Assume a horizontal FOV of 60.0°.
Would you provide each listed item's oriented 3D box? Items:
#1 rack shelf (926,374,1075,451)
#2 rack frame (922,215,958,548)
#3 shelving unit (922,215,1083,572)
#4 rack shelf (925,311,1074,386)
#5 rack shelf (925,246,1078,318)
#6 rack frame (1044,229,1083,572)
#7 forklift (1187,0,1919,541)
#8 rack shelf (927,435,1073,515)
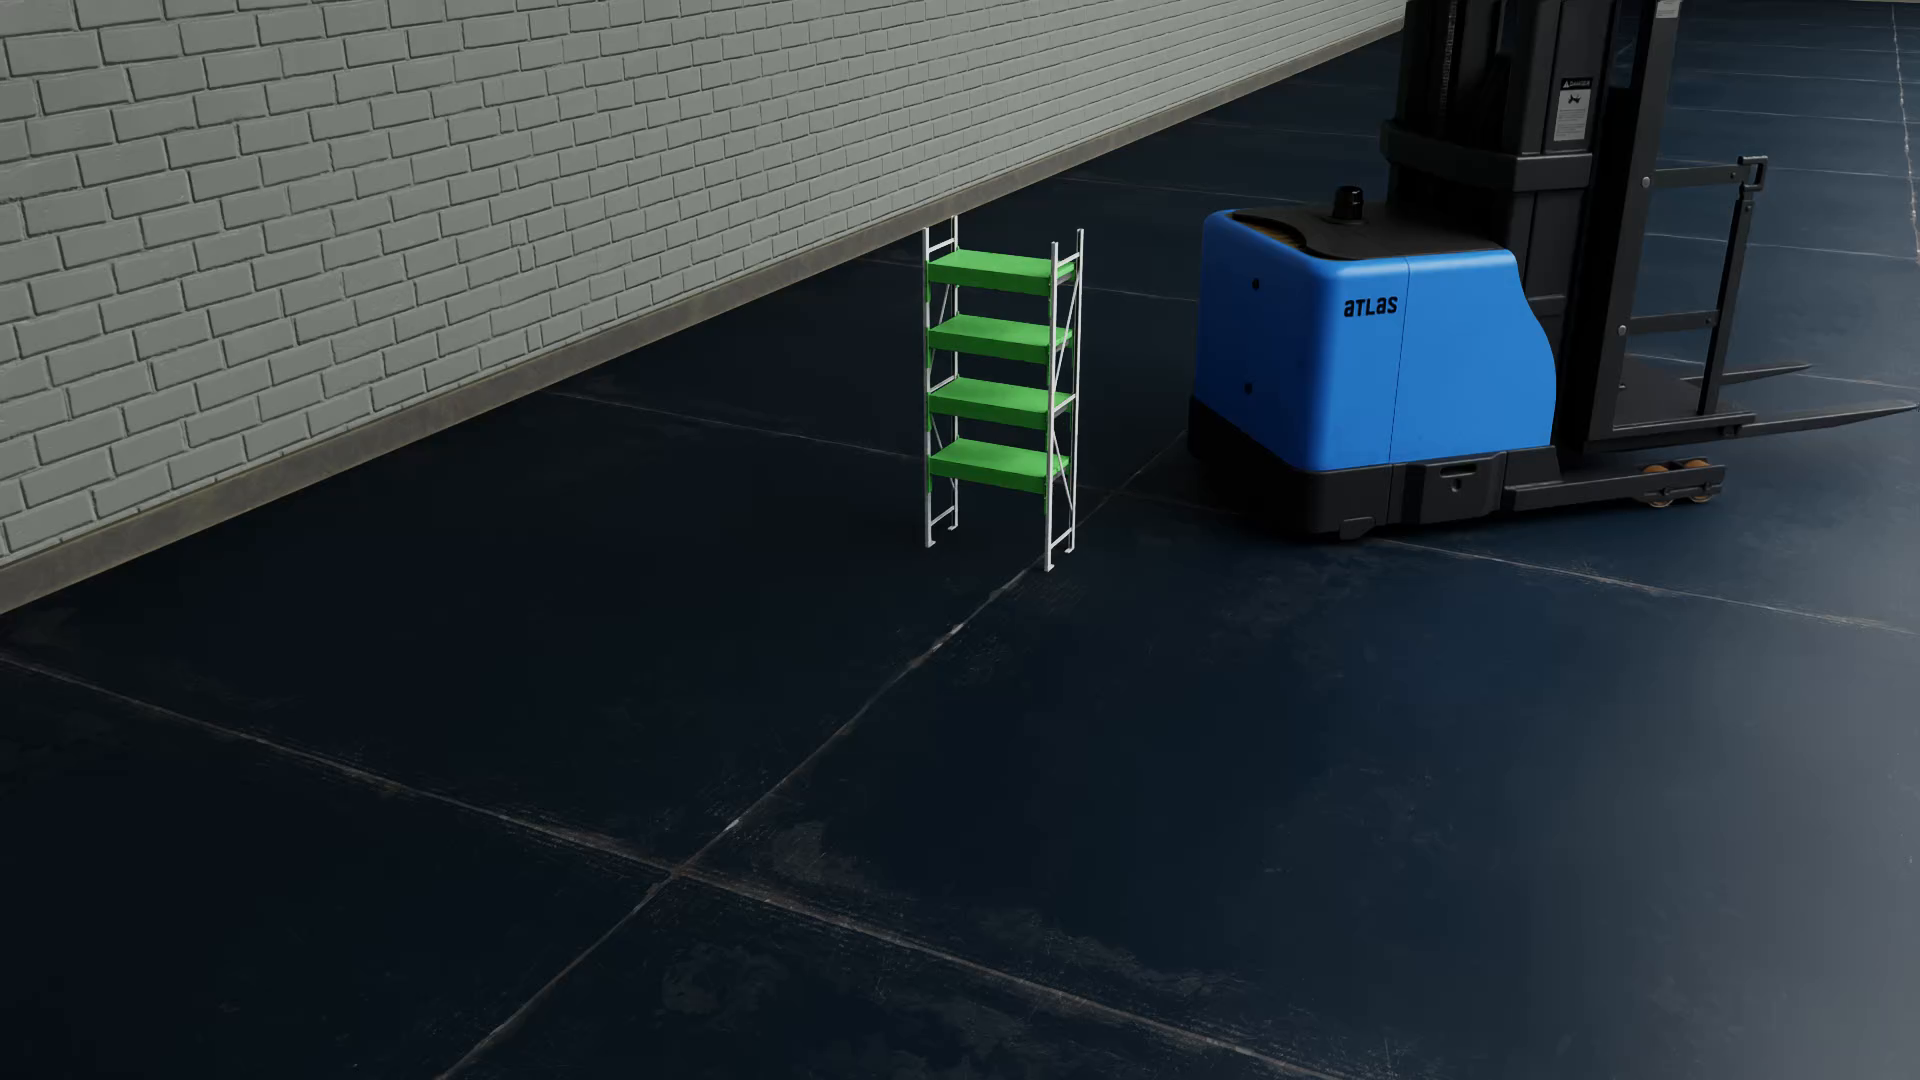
[{"bbox_3d":[0.148,-0.464,6.005,0.480,0.148,0.258,11,25,25],"label":"rack shelf"},{"bbox_3d":[-0.070,-0.566,6.081,0.015,1.200,0.240,11,25,25],"label":"rack frame"},{"bbox_3d":[0.148,-0.523,5.980,0.503,1.200,0.258,11,25,25],"label":"shelving unit"},{"bbox_3d":[0.148,-0.685,5.911,0.480,0.148,0.258,11,25,25],"label":"rack shelf"},{"bbox_3d":[0.148,-0.906,5.817,0.480,0.148,0.258,11,25,25],"label":"rack shelf"},{"bbox_3d":[0.365,-0.480,5.879,0.015,1.200,0.240,11,25,25],"label":"rack frame"},{"bbox_3d":[2.529,-1.665,6.454,3.031,2.935,1.130,-7,24,-16],"label":"forklift"},{"bbox_3d":[0.148,-0.243,6.099,0.480,0.148,0.258,11,25,25],"label":"rack shelf"}]
